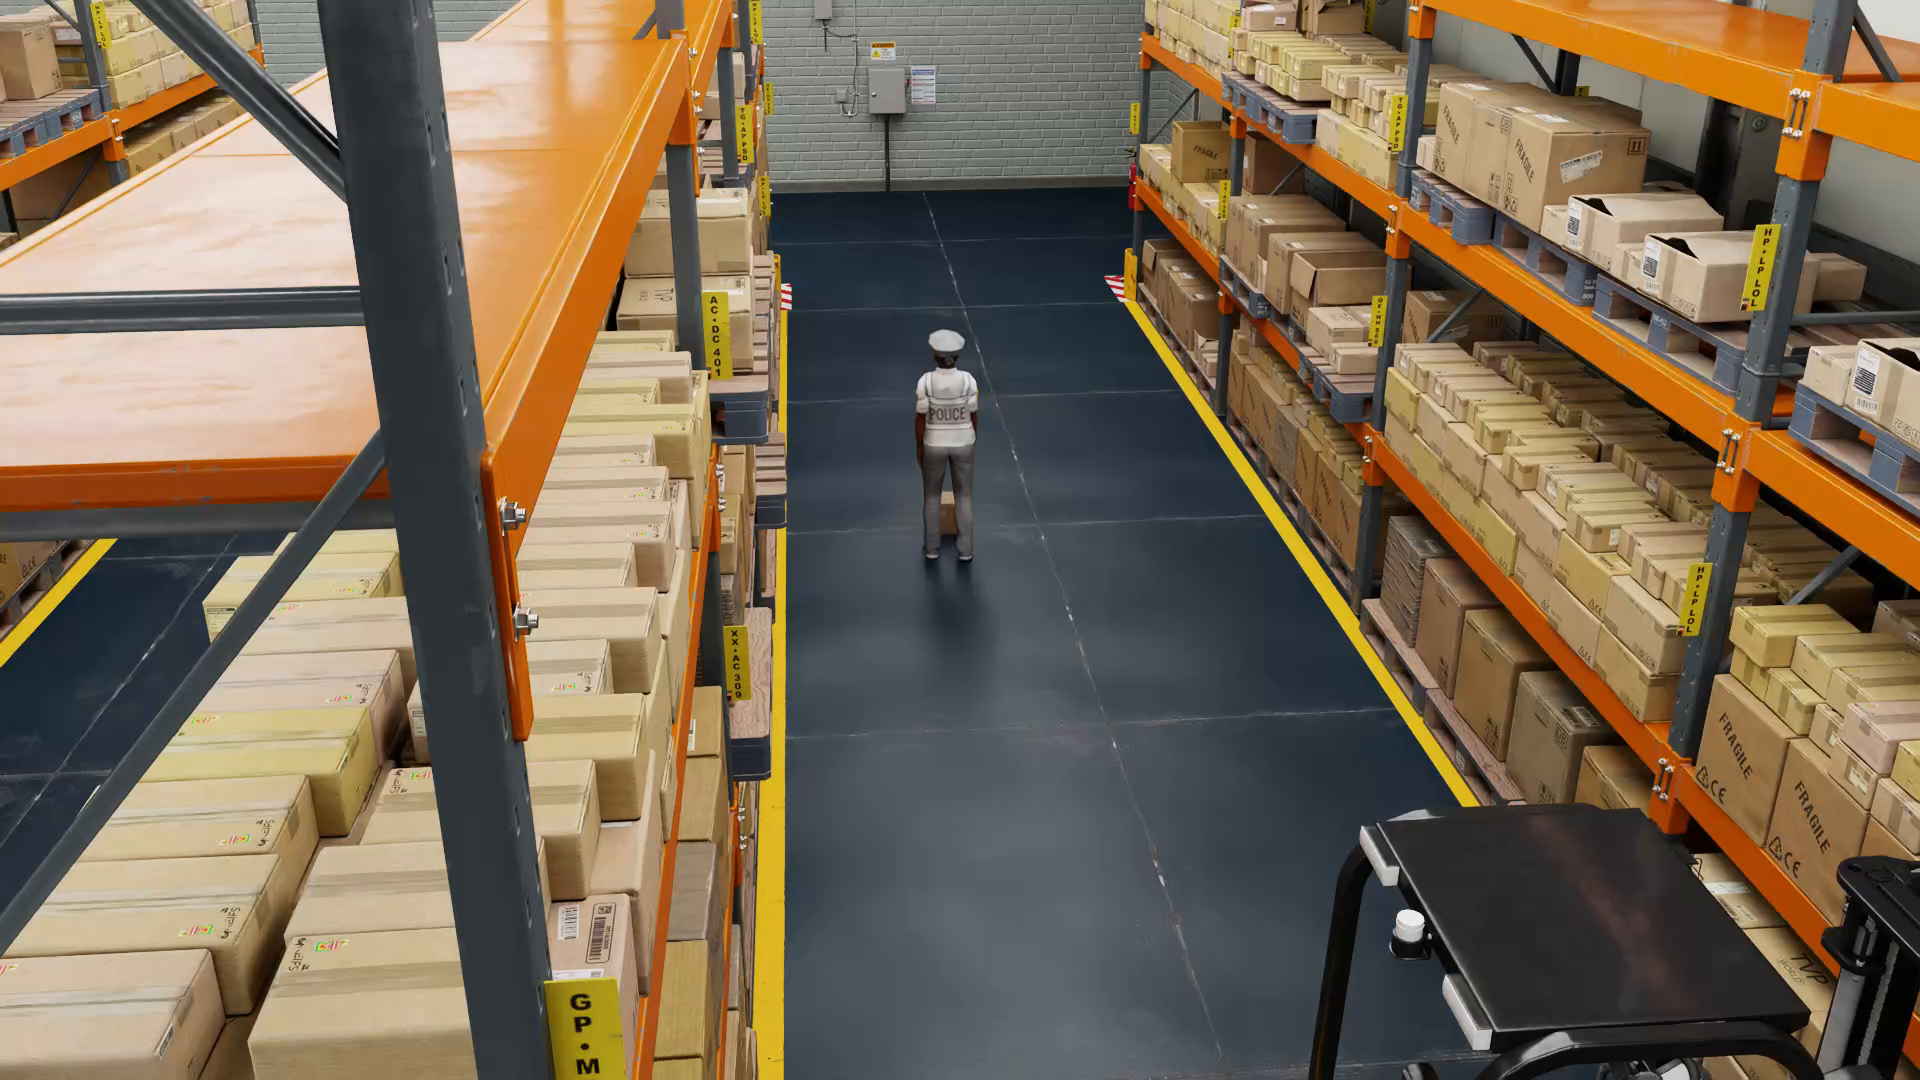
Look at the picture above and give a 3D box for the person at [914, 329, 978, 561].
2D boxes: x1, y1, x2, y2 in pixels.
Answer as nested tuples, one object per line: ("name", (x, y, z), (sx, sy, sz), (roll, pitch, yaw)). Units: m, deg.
("person", (-0.099, -0.660, 11.783), (0.447, 1.690, 0.358), (-2, 24, -4))
